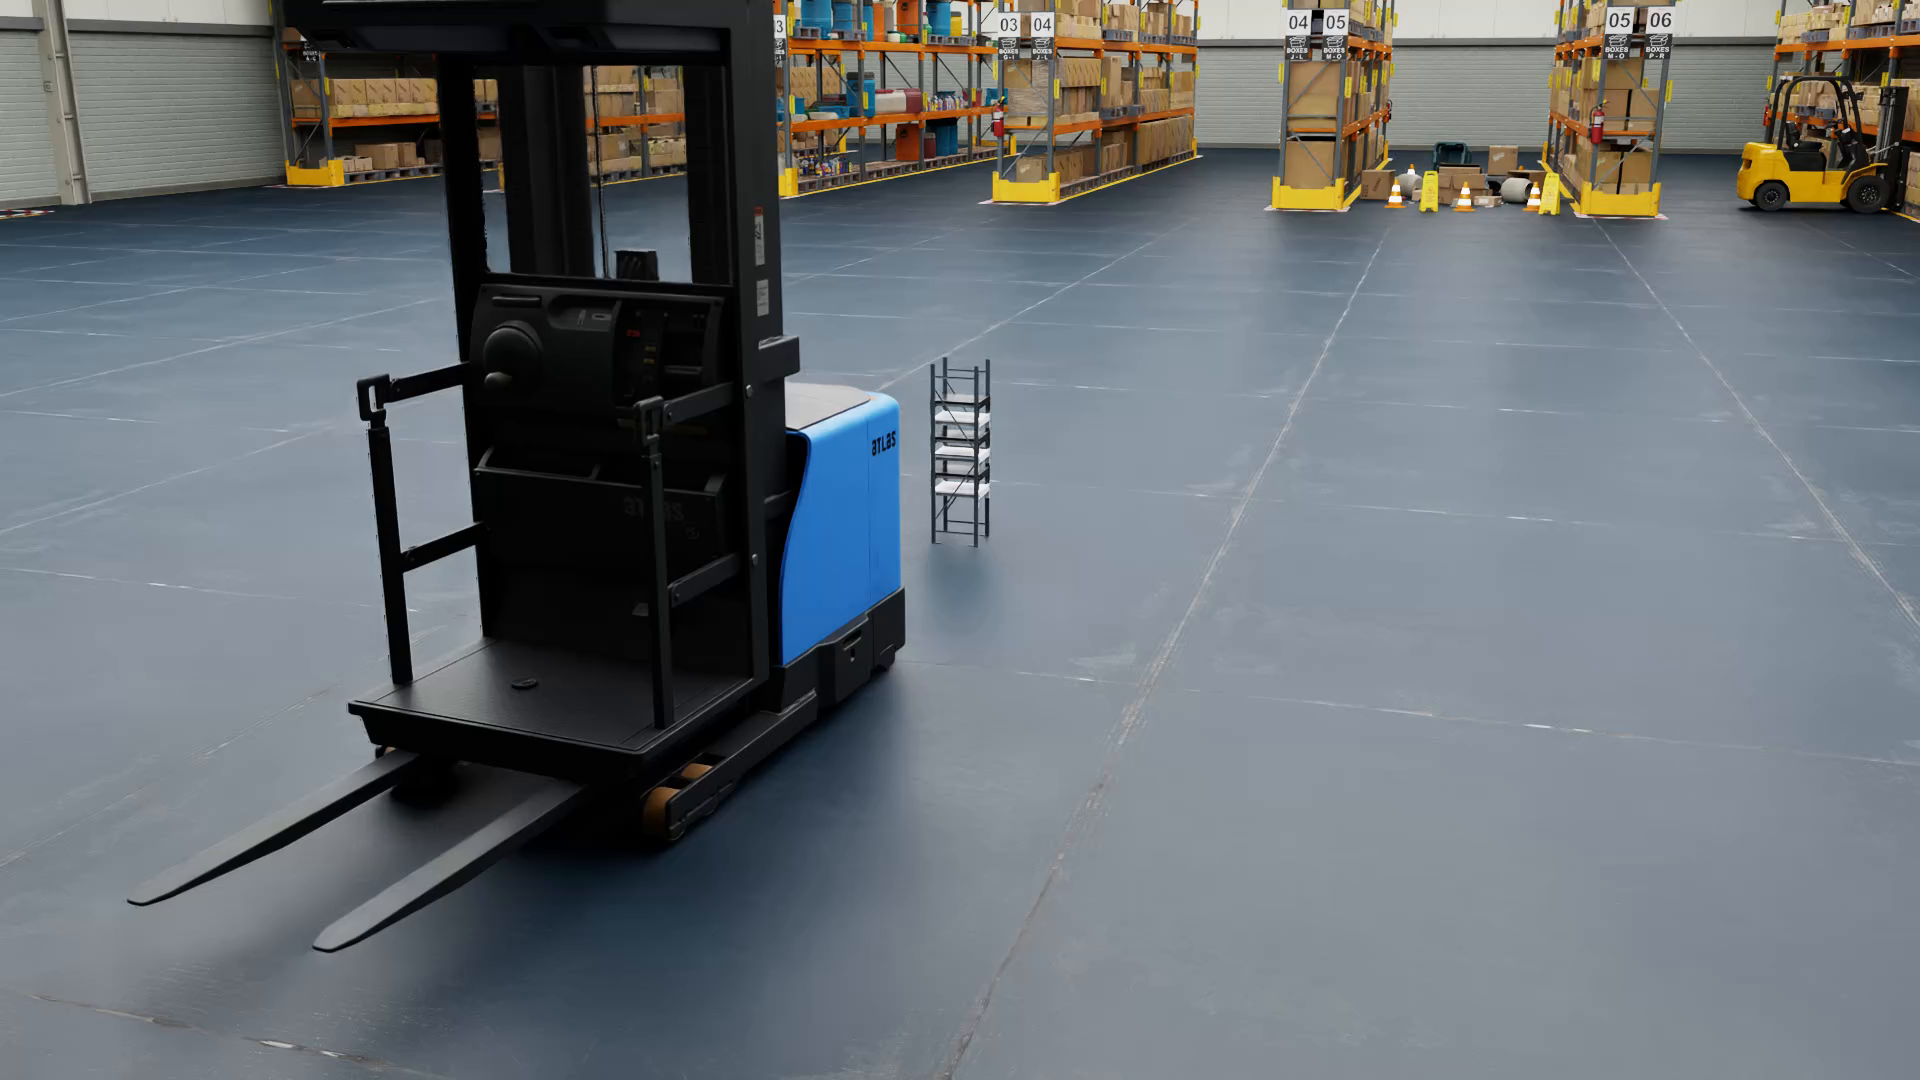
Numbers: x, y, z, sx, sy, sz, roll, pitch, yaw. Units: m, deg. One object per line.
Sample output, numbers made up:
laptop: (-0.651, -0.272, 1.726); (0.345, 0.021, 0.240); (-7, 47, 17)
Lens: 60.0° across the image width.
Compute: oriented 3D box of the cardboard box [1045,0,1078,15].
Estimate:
cardboard box: (1.836, -9.723, 29.972); (0.500, 0.500, 0.500); (5, 16, 16)

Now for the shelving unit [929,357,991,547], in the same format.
shelving unit: (0.002, -0.435, 8.214); (0.258, 0.900, 0.210); (5, 16, 16)

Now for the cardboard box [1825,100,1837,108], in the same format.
cardboard box: (17.509, -8.705, 33.212); (0.380, 0.149, 0.250); (5, 17, 17)

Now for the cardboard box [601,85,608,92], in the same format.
cardboard box: (-7.439, -9.237, 34.027); (0.380, 0.149, 0.250); (5, 17, 17)

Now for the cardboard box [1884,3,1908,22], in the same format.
cardboard box: (16.525, -9.234, 29.101); (0.500, 0.311, 0.500); (4, 16, 14)

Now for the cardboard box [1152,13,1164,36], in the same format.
cardboard box: (4.410, -12.161, 39.259); (0.700, 0.500, 0.500); (5, 17, 17)

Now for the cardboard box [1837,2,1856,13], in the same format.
cardboard box: (18.762, -11.226, 35.117); (0.396, 0.266, 0.258); (5, 16, 16)

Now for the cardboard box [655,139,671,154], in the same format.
cardboard box: (-6.701, -8.665, 36.624); (0.500, 0.311, 0.500); (4, 16, 15)

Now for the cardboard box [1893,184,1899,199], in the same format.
cardboard box: (15.674, -5.753, 27.383); (0.500, 0.250, 0.500); (5, 17, 18)

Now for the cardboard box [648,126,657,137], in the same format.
cardboard box: (-8.933, -11.366, 46.714); (0.700, 0.500, 0.500); (4, 16, 14)

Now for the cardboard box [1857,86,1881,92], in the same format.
cardboard box: (16.960, -8.383, 31.015); (0.380, 0.149, 0.250); (5, 17, 17)

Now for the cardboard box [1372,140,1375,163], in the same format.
cardboard box: (9.177, -8.862, 37.887); (0.500, 0.500, 0.500); (4, 16, 15)

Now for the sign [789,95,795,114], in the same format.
sign: (-3.068, -7.955, 30.370); (0.100, 0.325, 0.005); (5, 16, 16)

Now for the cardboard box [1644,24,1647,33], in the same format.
cardboard box: (11.062, -8.097, 26.341); (0.380, 0.149, 0.250); (5, 16, 16)

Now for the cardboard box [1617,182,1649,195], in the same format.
cardboard box: (11.151, -5.782, 27.485); (0.500, 0.250, 0.500); (4, 16, 15)

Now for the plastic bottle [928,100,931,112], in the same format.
plastic bottle: (-0.756, -10.108, 38.696); (0.152, 0.276, 0.135); (5, 16, 16)

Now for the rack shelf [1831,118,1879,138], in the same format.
rack shelf: (17.122, -7.552, 30.778); (1.077, 0.370, 4.000); (5, 16, 16)

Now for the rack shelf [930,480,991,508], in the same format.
rack shelf: (0.002, -0.230, 8.272); (0.258, 0.077, 0.200); (5, 16, 16)

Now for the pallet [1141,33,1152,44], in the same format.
pallet: (3.561, -11.099, 36.812); (1.213, 0.211, 1.003); (5, 17, 18)

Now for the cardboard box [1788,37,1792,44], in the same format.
cardboard box: (19.121, -11.378, 37.910); (0.380, 0.149, 0.250); (5, 16, 16)

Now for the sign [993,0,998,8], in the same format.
sign: (0.629, -9.399, 28.848); (0.100, 0.325, 0.005); (5, 16, 16)

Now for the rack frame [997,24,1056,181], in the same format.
rack frame: (1.155, -7.481, 29.208); (1.000, 3.000, 0.127); (5, 16, 16)

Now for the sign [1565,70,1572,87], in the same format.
sign: (12.397, -9.405, 33.869); (0.100, 0.325, 0.005); (5, 16, 16)

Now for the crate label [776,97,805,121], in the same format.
crate label: (-3.330, -8.385, 32.329); (0.502, 0.435, 0.616); (5, 16, 16)

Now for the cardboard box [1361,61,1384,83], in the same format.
cardboard box: (9.654, -10.981, 38.987); (0.500, 0.500, 0.500); (5, 17, 17)

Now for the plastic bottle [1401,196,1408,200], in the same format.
plastic bottle: (7.871, -6.122, 29.800); (0.283, 0.061, 0.133); (-1, 16, -3)

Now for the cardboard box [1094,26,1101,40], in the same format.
cardboard box: (2.413, -9.759, 32.017); (0.500, 0.250, 0.500); (5, 17, 18)

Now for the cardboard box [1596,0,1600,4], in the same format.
cardboard box: (11.836, -9.734, 30.244); (0.500, 0.250, 0.500); (5, 17, 17)

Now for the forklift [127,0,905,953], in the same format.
forklift: (-1.249, -0.619, 5.142); (1.130, 2.935, 3.031); (6, 17, 22)

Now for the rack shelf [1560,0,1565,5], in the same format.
rack shelf: (14.635, -12.723, 38.746); (1.077, 0.370, 4.000); (5, 16, 16)

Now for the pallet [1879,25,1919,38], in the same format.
pallet: (16.791, -8.958, 29.269); (0.805, 0.209, 1.217); (4, 16, 14)

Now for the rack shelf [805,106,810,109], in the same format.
rack shelf: (-4.363, -11.567, 44.932); (1.077, 0.370, 4.000); (5, 16, 16)

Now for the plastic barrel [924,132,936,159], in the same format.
plastic barrel: (-0.877, -9.425, 39.711); (0.600, 0.588, 0.708); (5, 16, 16)

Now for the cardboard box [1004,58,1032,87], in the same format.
cardboard box: (1.074, -8.317, 29.592); (0.500, 0.500, 0.500); (5, 16, 16)

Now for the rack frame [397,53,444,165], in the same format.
rack frame: (-11.956, -9.680, 36.961); (1.000, 3.000, 0.127); (5, 16, 16)

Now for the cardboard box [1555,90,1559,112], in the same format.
cardboard box: (14.094, -10.177, 38.528); (0.500, 0.500, 0.500); (4, 16, 15)

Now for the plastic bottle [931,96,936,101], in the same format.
plastic bottle: (-0.628, -10.404, 39.602); (0.144, 0.351, 0.185); (5, 16, 16)

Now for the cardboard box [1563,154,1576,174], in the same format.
cardboard box: (12.760, -7.597, 33.661); (0.950, 0.372, 0.625); (3, 16, 12)

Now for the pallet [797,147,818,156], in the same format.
pallet: (-4.391, -10.548, 45.131); (1.003, 0.211, 1.213); (5, 16, 16)

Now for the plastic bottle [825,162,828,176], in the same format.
plastic bottle: (-2.654, -7.330, 32.870); (0.097, 0.271, 0.097); (0, 16, 0)

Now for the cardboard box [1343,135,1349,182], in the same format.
cardboard box: (6.773, -7.137, 31.120); (0.875, 0.875, 0.875); (5, 17, 17)

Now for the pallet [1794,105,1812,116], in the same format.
pallet: (18.495, -9.175, 35.533); (1.003, 0.211, 1.213); (5, 16, 16)

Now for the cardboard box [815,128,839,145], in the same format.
cardboard box: (-3.713, -11.284, 46.390); (0.500, 0.500, 0.500); (5, 16, 16)

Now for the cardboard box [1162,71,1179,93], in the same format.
cardboard box: (5.094, -11.286, 40.978); (0.500, 0.500, 0.500); (5, 16, 16)

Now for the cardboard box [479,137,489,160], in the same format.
cardboard box: (-11.480, -9.152, 38.875); (0.700, 0.500, 0.500); (5, 17, 17)

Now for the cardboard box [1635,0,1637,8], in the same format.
cardboard box: (11.261, -8.756, 27.203); (0.380, 0.149, 0.250); (5, 16, 16)

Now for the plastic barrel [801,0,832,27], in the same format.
plastic barrel: (-2.842, -10.546, 32.828); (0.600, 0.901, 0.708); (5, 16, 16)

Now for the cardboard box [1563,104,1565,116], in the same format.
cardboard box: (13.113, -9.151, 35.371); (0.500, 0.250, 0.500); (4, 16, 15)

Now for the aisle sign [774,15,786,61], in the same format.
aisle sign: (-3.333, -9.074, 30.061); (0.394, 0.787, 0.004); (5, 16, 16)

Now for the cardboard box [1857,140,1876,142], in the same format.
cardboard box: (18.398, -8.048, 33.830); (0.380, 0.149, 0.250); (4, 16, 13)

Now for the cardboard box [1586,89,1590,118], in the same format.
cardboard box: (11.001, -7.460, 28.404); (0.500, 0.500, 0.500); (5, 17, 17)

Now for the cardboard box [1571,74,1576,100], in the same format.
cardboard box: (12.580, -9.099, 33.415); (0.500, 0.500, 0.500); (4, 16, 14)
